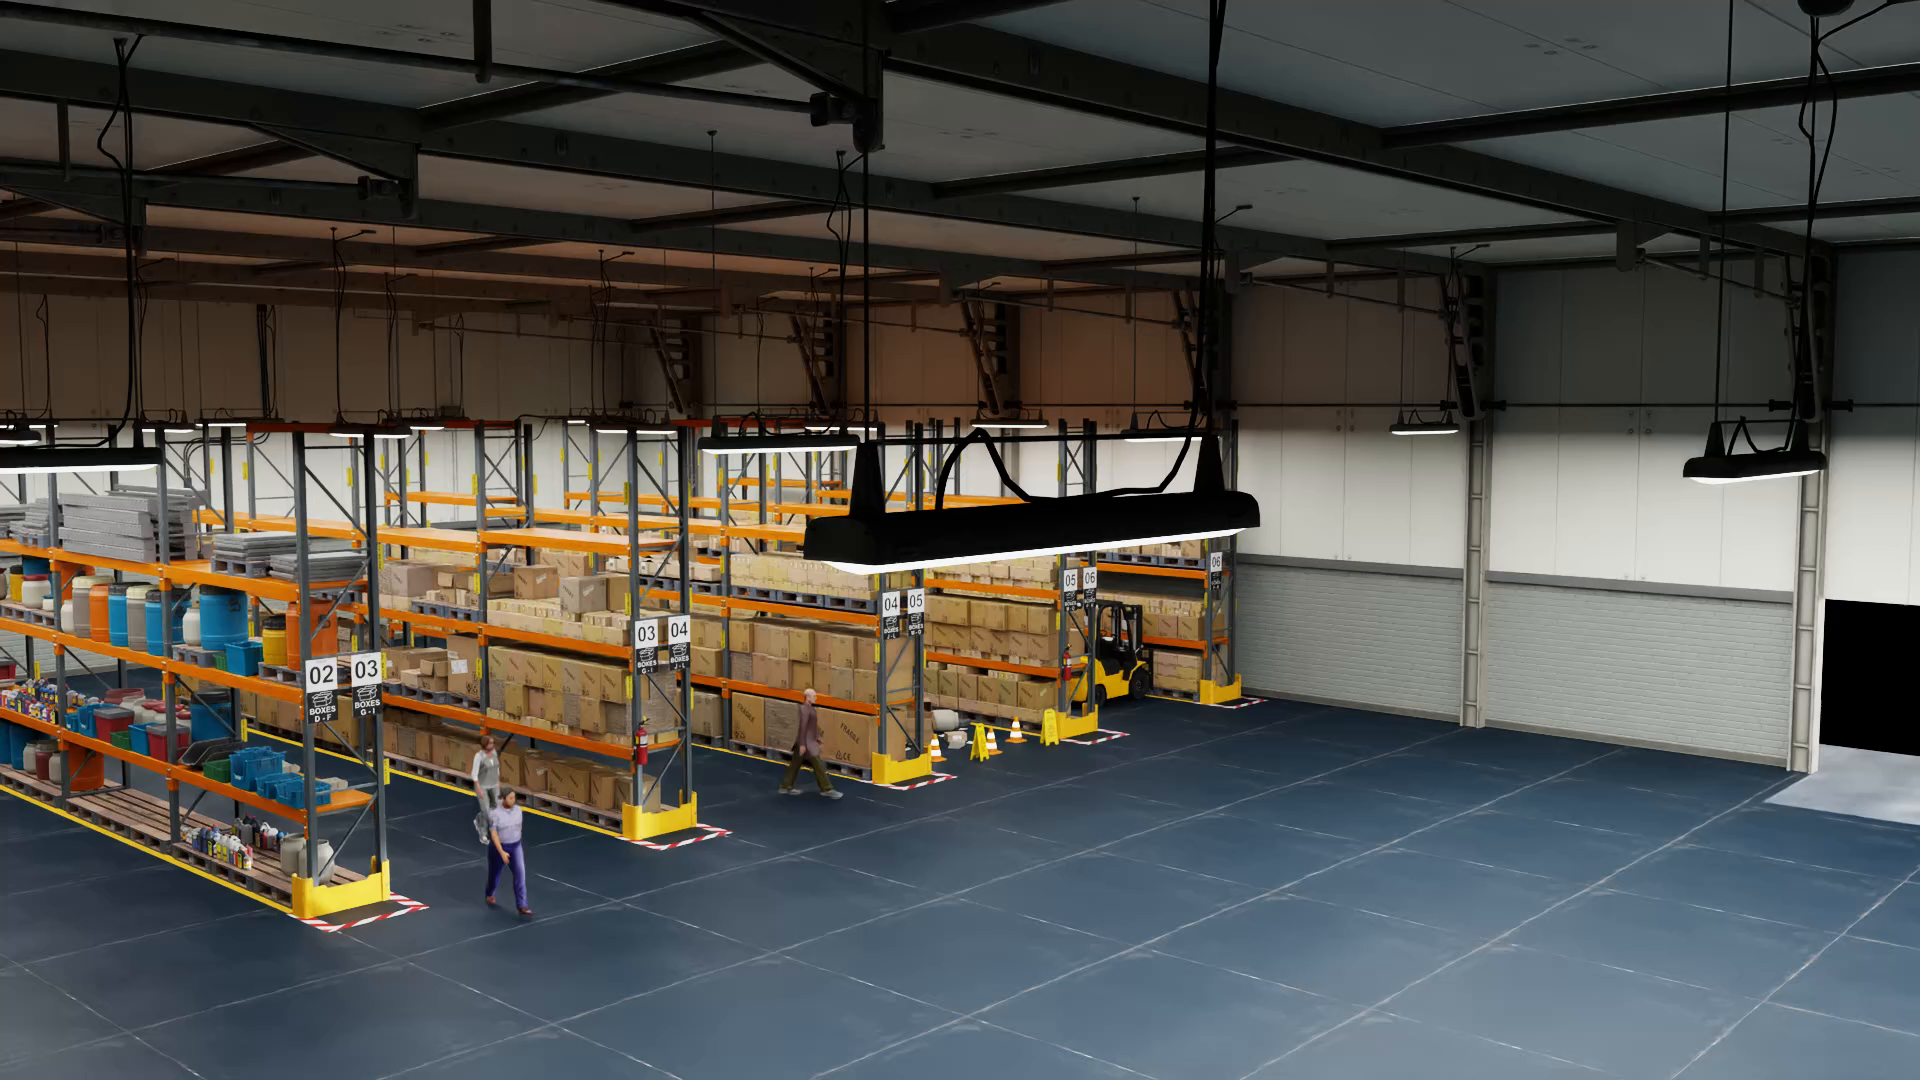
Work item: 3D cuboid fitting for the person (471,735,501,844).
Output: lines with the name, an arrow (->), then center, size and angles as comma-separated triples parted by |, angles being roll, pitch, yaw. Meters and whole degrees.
person -> -6.903, 3.694, 24.106 | 0.474, 1.370, 0.501 | 3, 6, 37

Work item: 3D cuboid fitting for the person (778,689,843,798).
person -> -2.412, 3.251, 26.733 | 1.040, 1.731, 0.614 | -1, 5, -7

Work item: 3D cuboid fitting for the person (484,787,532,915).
person -> -5.626, 3.850, 20.703 | 0.466, 1.562, 1.115 | -3, 6, -35
